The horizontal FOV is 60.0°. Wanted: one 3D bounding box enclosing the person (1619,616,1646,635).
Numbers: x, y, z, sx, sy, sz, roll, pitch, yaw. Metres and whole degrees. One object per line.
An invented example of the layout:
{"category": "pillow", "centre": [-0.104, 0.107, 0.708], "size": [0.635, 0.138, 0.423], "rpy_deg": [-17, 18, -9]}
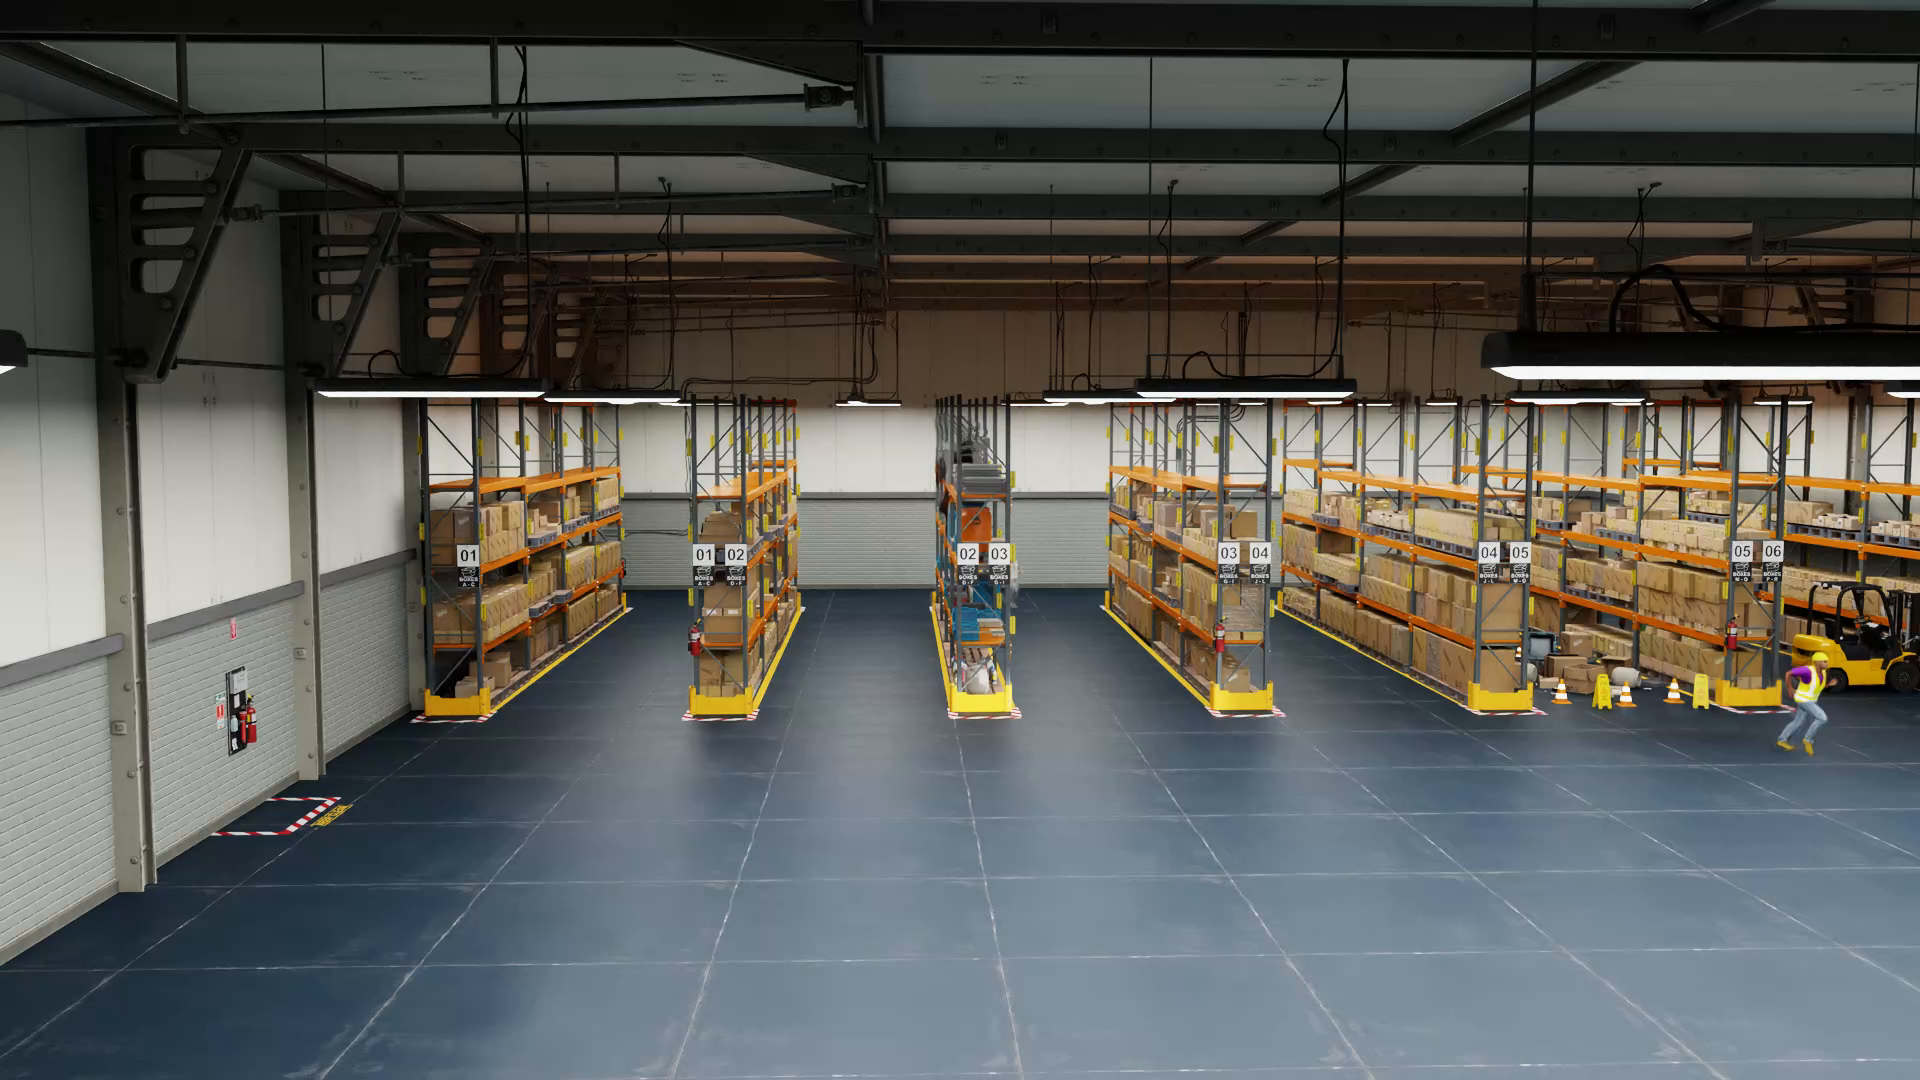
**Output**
{"category": "person", "centre": [16.761, 1.557, 41.571], "size": [0.674, 1.826, 0.938], "rpy_deg": [-1, 5, -8]}

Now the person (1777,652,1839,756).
{"category": "person", "centre": [14.022, 2.693, 27.539], "size": [0.684, 1.712, 0.917], "rpy_deg": [-4, 6, -42]}

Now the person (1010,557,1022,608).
{"category": "person", "centre": [1.483, 1.102, 47.630], "size": [0.597, 1.725, 0.695], "rpy_deg": [4, 6, 45]}
